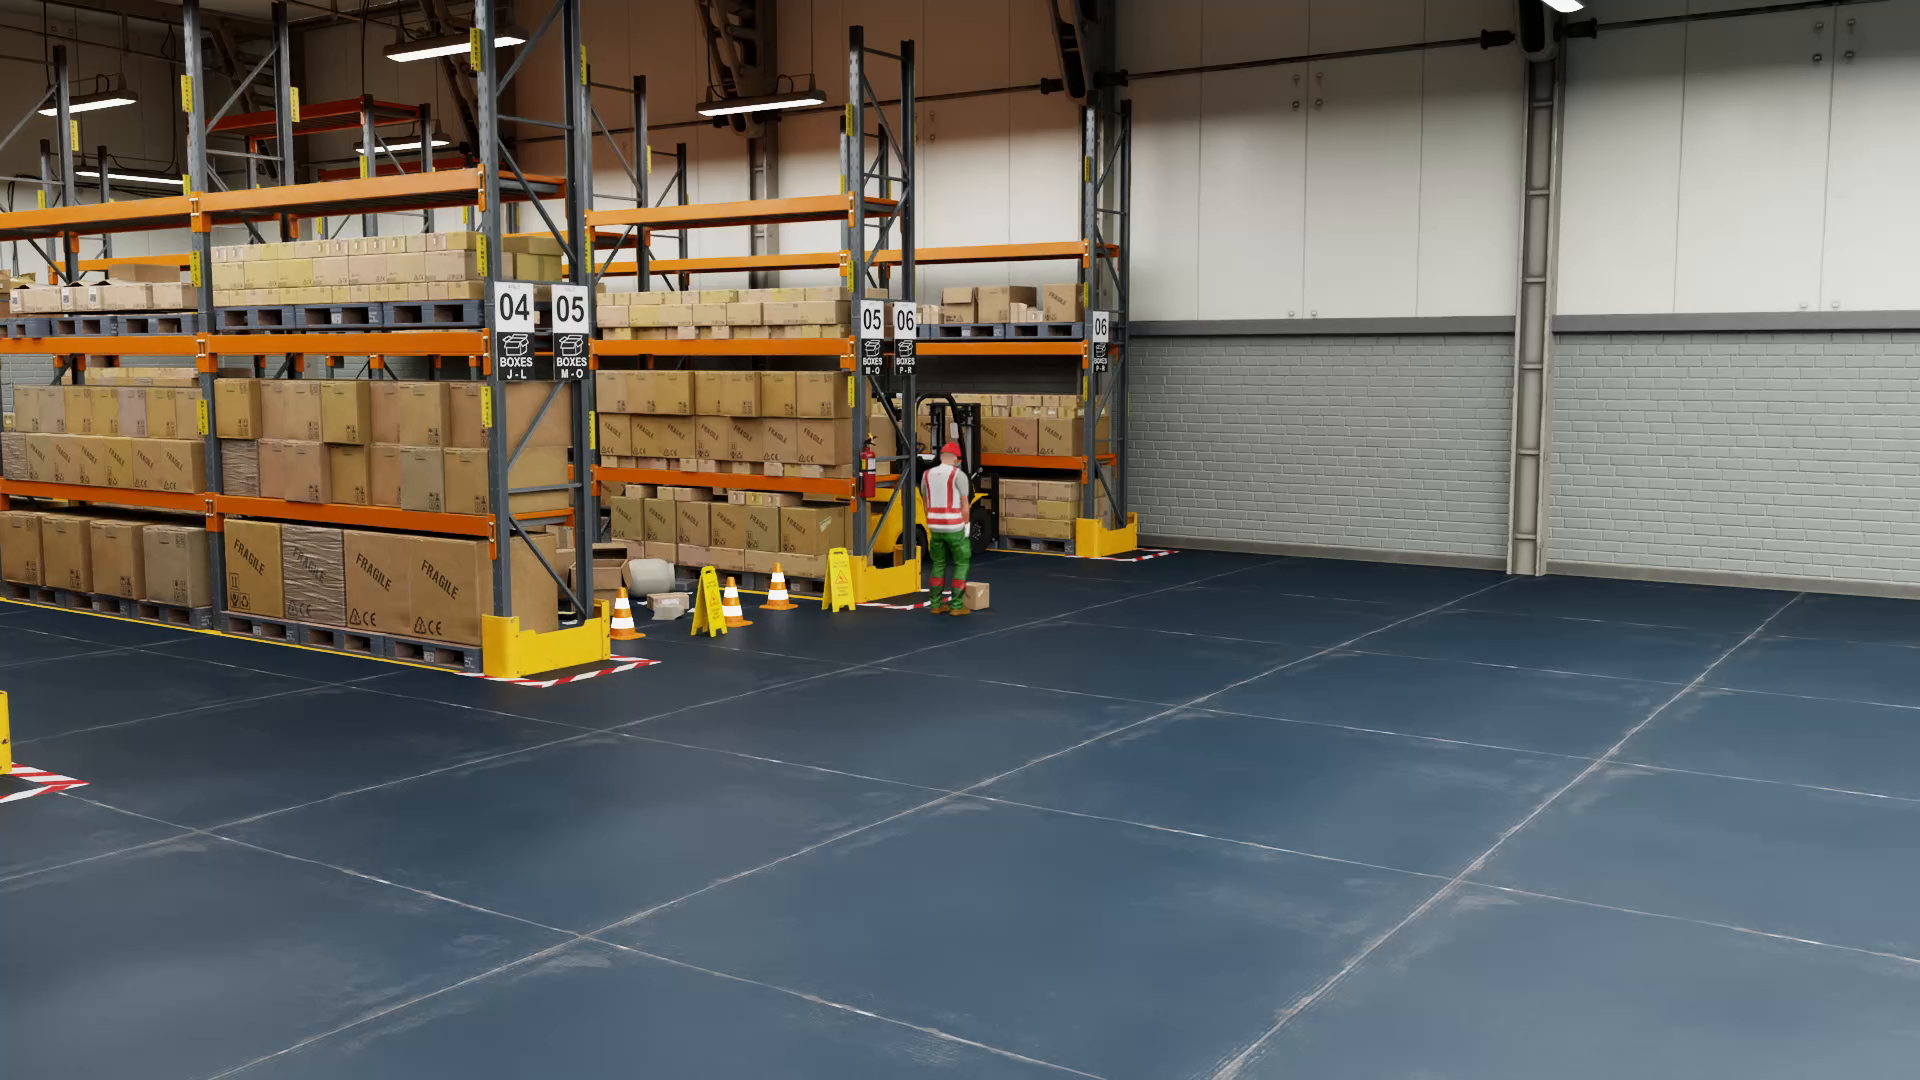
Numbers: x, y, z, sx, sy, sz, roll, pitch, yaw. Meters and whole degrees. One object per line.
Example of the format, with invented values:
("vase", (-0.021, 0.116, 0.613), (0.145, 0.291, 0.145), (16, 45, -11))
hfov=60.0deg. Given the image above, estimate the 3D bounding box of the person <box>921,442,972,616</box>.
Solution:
("person", (-0.130, -0.118, 16.911), (0.541, 1.744, 0.443), (4, 7, 32))
